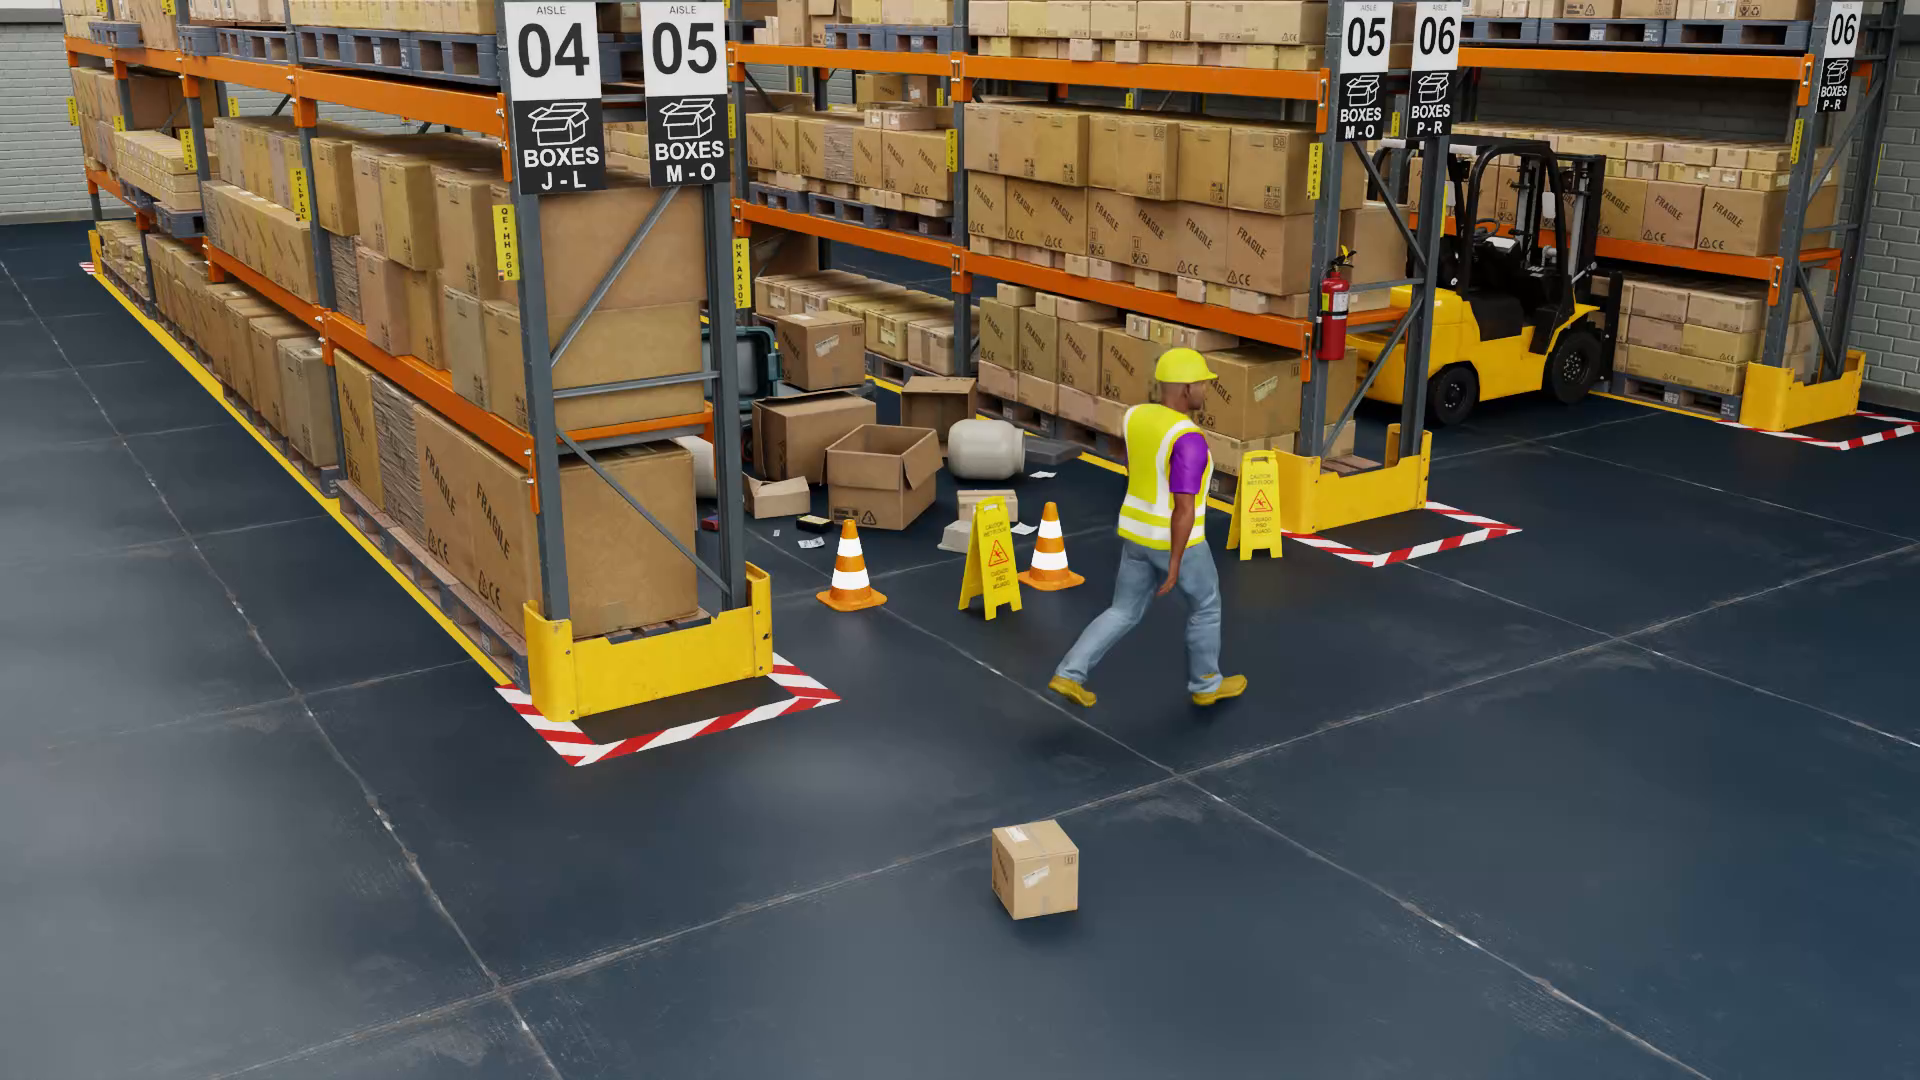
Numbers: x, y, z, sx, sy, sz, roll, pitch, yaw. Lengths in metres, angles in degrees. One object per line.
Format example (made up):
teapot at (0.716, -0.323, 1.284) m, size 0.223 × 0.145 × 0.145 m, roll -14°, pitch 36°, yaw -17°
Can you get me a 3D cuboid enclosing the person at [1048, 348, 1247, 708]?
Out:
person at (0.897, -0.017, 7.571) m, size 1.043 × 1.721 × 0.571 m, roll -12°, pitch 22°, yaw -33°
